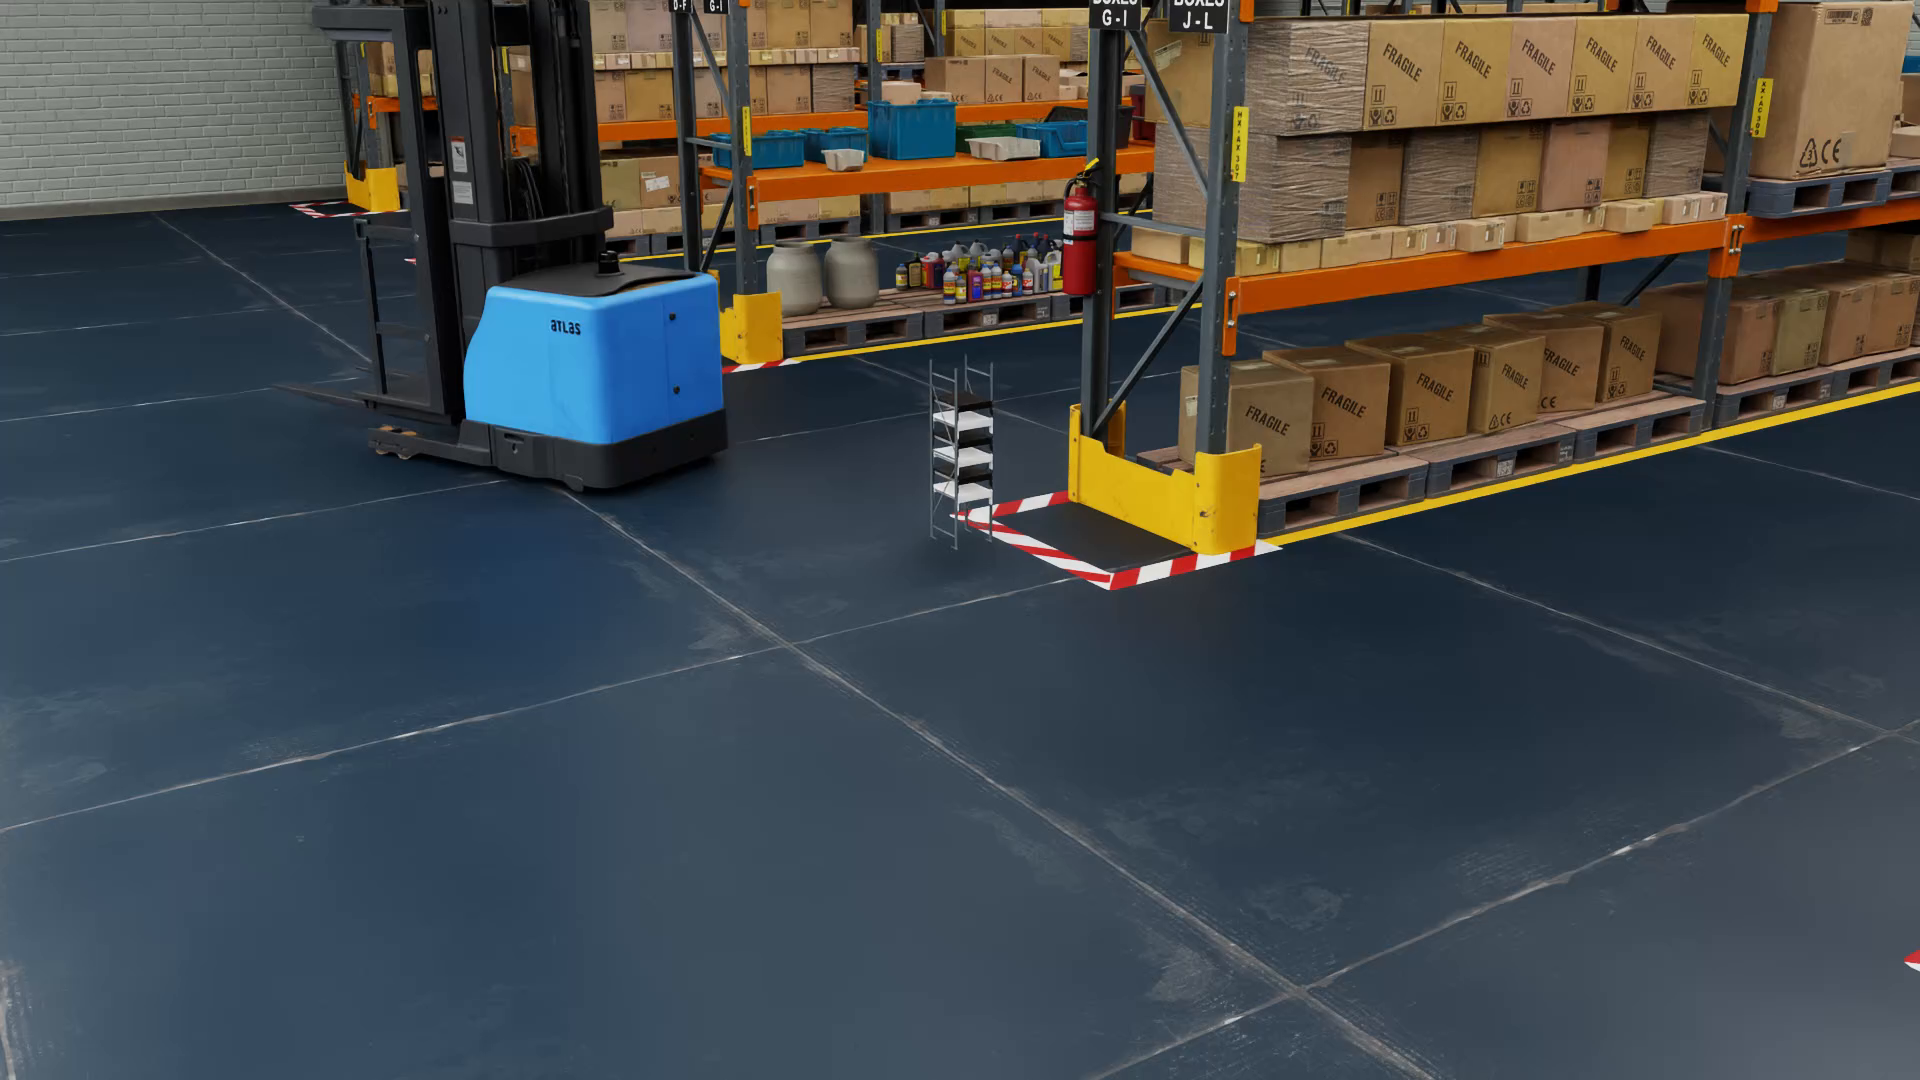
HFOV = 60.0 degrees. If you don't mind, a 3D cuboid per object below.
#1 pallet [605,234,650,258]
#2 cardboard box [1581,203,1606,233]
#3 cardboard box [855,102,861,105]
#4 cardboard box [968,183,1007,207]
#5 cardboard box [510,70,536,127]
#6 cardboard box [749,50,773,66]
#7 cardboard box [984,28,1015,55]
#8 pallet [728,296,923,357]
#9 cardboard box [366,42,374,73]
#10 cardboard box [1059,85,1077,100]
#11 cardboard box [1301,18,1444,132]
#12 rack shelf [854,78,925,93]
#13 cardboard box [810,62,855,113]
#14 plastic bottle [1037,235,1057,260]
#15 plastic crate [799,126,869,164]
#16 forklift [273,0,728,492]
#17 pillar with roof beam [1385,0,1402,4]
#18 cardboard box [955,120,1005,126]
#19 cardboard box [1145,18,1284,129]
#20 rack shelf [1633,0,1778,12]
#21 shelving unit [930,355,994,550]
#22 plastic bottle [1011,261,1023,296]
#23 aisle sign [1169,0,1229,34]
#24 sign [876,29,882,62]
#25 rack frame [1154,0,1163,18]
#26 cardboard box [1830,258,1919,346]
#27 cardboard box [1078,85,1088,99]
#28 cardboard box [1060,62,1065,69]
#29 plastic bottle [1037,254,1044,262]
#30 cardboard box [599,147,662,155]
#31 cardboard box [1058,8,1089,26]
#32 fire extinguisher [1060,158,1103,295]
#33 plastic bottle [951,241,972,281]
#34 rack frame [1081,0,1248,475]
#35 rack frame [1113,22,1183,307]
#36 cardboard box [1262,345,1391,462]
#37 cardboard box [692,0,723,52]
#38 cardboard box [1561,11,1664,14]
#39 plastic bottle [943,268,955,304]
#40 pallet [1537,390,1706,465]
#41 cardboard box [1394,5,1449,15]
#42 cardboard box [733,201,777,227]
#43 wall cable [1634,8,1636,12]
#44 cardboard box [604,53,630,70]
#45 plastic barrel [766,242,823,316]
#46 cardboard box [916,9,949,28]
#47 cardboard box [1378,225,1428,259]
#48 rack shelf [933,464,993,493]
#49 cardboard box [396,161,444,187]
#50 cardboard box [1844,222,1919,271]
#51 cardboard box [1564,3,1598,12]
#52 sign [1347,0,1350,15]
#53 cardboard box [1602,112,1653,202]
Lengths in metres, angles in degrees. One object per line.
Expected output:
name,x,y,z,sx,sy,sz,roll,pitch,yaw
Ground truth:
pallet,-3.875,-2.987,16.751,1.213,0.211,1.003,-12,22,-31
cardboard box,3.393,-1.829,9.363,0.250,0.149,0.380,-12,22,-31
cardboard box,-1.620,-6.051,23.504,0.500,0.250,0.500,-11,22,-30
cardboard box,0.182,-3.950,18.882,0.500,0.250,0.500,-13,22,-33
cardboard box,-4.094,-4.288,16.090,0.500,0.500,0.700,-12,22,-31
cardboard box,-2.110,-4.938,16.997,0.250,0.149,0.380,-12,22,-32
cardboard box,0.452,-7.200,24.208,0.500,0.500,0.500,-11,22,-30
pallet,-1.050,-1.683,12.894,1.213,0.211,1.003,-12,22,-31
cardboard box,-6.941,-5.920,20.105,0.500,0.500,0.500,-12,22,-32
cardboard box,1.157,-5.213,19.372,0.250,0.149,0.380,-10,21,-27
cardboard box,1.985,-2.284,8.135,0.500,0.500,0.500,-12,22,-31
rack shelf,-2.207,-6.203,23.032,4.000,0.370,1.077,-12,22,-31
cardboard box,-1.517,-4.834,17.705,0.500,0.500,0.700,-13,22,-33
plastic bottle,0.748,-2.425,14.184,0.185,0.351,0.144,-12,22,-31
plastic crate,-0.970,-3.047,12.807,0.408,0.251,0.499,-12,22,-31
forklift,-2.856,-1.982,9.532,3.031,2.935,1.130,12,22,31
pillar with roof beam,10.292,-10.702,25.851,0.400,9.000,9.100,-12,22,-31
cardboard box,0.150,-6.171,24.515,0.750,0.750,0.750,-12,22,-32
cardboard box,1.278,-2.337,8.292,0.500,0.500,0.500,-12,22,-31
rack shelf,5.966,-3.649,10.794,4.000,0.370,1.077,-12,22,-31
shelving unit,0.007,-0.428,8.105,0.210,0.900,0.258,-12,22,-31
plastic bottle,0.455,-2.102,13.353,0.097,0.271,0.097,0,19,0
aisle sign,1.068,-2.652,7.347,0.004,0.787,0.394,-12,22,-31
sign,-0.843,-5.166,17.367,0.005,0.325,0.100,-12,22,-31
rack frame,2.804,-7.600,26.042,0.127,3.000,1.000,-12,22,-31
cardboard box,6.631,-1.721,11.867,0.500,0.500,0.700,-14,23,-36
cardboard box,1.592,-5.220,19.394,0.250,0.149,0.380,-12,22,-31
cardboard box,1.364,-7.100,24.923,0.250,0.149,0.380,-11,22,-30
plastic bottle,0.684,-2.205,13.636,0.133,0.283,0.061,-12,22,-31
cardboard box,-3.379,-3.768,17.173,0.500,0.500,0.500,-12,22,-31
cardboard box,1.696,-7.825,24.885,0.500,0.250,0.500,-11,22,-30
fire extinguisher,0.606,-1.578,8.351,0.183,0.674,0.296,-12,22,-31
plastic bottle,0.001,-2.323,13.881,0.185,0.351,0.144,-11,22,-29
rack frame,0.955,-1.512,8.033,0.127,3.000,1.000,-12,22,-31
rack frame,1.571,-3.541,14.036,0.127,3.000,1.000,-12,22,-31
cardboard box,1.966,-0.747,9.017,0.500,0.500,0.500,-6,20,-17
cardboard box,-2.774,-5.184,16.713,0.500,0.500,0.700,-12,22,-31
cardboard box,3.780,-2.867,9.860,0.500,0.500,0.500,-12,22,-31
plastic bottle,-0.084,-1.989,13.017,0.097,0.271,0.097,0,19,0
pallet,3.754,-0.768,10.186,1.213,0.211,1.003,-12,22,-31
cardboard box,6.080,-6.805,21.972,0.500,0.500,0.500,-11,22,-30
cardboard box,-2.249,-3.446,17.391,0.500,0.250,0.500,-12,22,-31
wall cable,11.065,-10.577,30.327,0.112,2.526,3.097,-12,22,-31
cardboard box,-3.404,-4.663,16.185,0.250,0.149,0.380,-12,22,-32
plastic barrel,-1.262,-1.993,12.687,0.421,0.512,0.421,0,19,0
cardboard box,-0.300,-7.598,24.213,0.500,0.250,0.500,-11,22,-30
cardboard box,2.170,-1.550,8.538,0.250,0.149,0.380,-12,22,-31
rack shelf,0.007,-0.311,8.144,0.200,0.077,0.258,-12,22,-31
cardboard box,-6.591,-4.519,20.440,0.500,0.311,0.500,-15,24,-37
cardboard box,6.656,-2.078,11.754,0.500,0.250,0.500,-9,21,-25
cardboard box,8.652,-7.350,23.584,0.500,0.500,0.500,-12,22,-32
sign,6.432,-8.818,27.467,0.005,0.325,0.100,-12,22,-31
cardboard box,3.449,-2.263,9.635,0.500,0.500,0.875,-12,22,-31
